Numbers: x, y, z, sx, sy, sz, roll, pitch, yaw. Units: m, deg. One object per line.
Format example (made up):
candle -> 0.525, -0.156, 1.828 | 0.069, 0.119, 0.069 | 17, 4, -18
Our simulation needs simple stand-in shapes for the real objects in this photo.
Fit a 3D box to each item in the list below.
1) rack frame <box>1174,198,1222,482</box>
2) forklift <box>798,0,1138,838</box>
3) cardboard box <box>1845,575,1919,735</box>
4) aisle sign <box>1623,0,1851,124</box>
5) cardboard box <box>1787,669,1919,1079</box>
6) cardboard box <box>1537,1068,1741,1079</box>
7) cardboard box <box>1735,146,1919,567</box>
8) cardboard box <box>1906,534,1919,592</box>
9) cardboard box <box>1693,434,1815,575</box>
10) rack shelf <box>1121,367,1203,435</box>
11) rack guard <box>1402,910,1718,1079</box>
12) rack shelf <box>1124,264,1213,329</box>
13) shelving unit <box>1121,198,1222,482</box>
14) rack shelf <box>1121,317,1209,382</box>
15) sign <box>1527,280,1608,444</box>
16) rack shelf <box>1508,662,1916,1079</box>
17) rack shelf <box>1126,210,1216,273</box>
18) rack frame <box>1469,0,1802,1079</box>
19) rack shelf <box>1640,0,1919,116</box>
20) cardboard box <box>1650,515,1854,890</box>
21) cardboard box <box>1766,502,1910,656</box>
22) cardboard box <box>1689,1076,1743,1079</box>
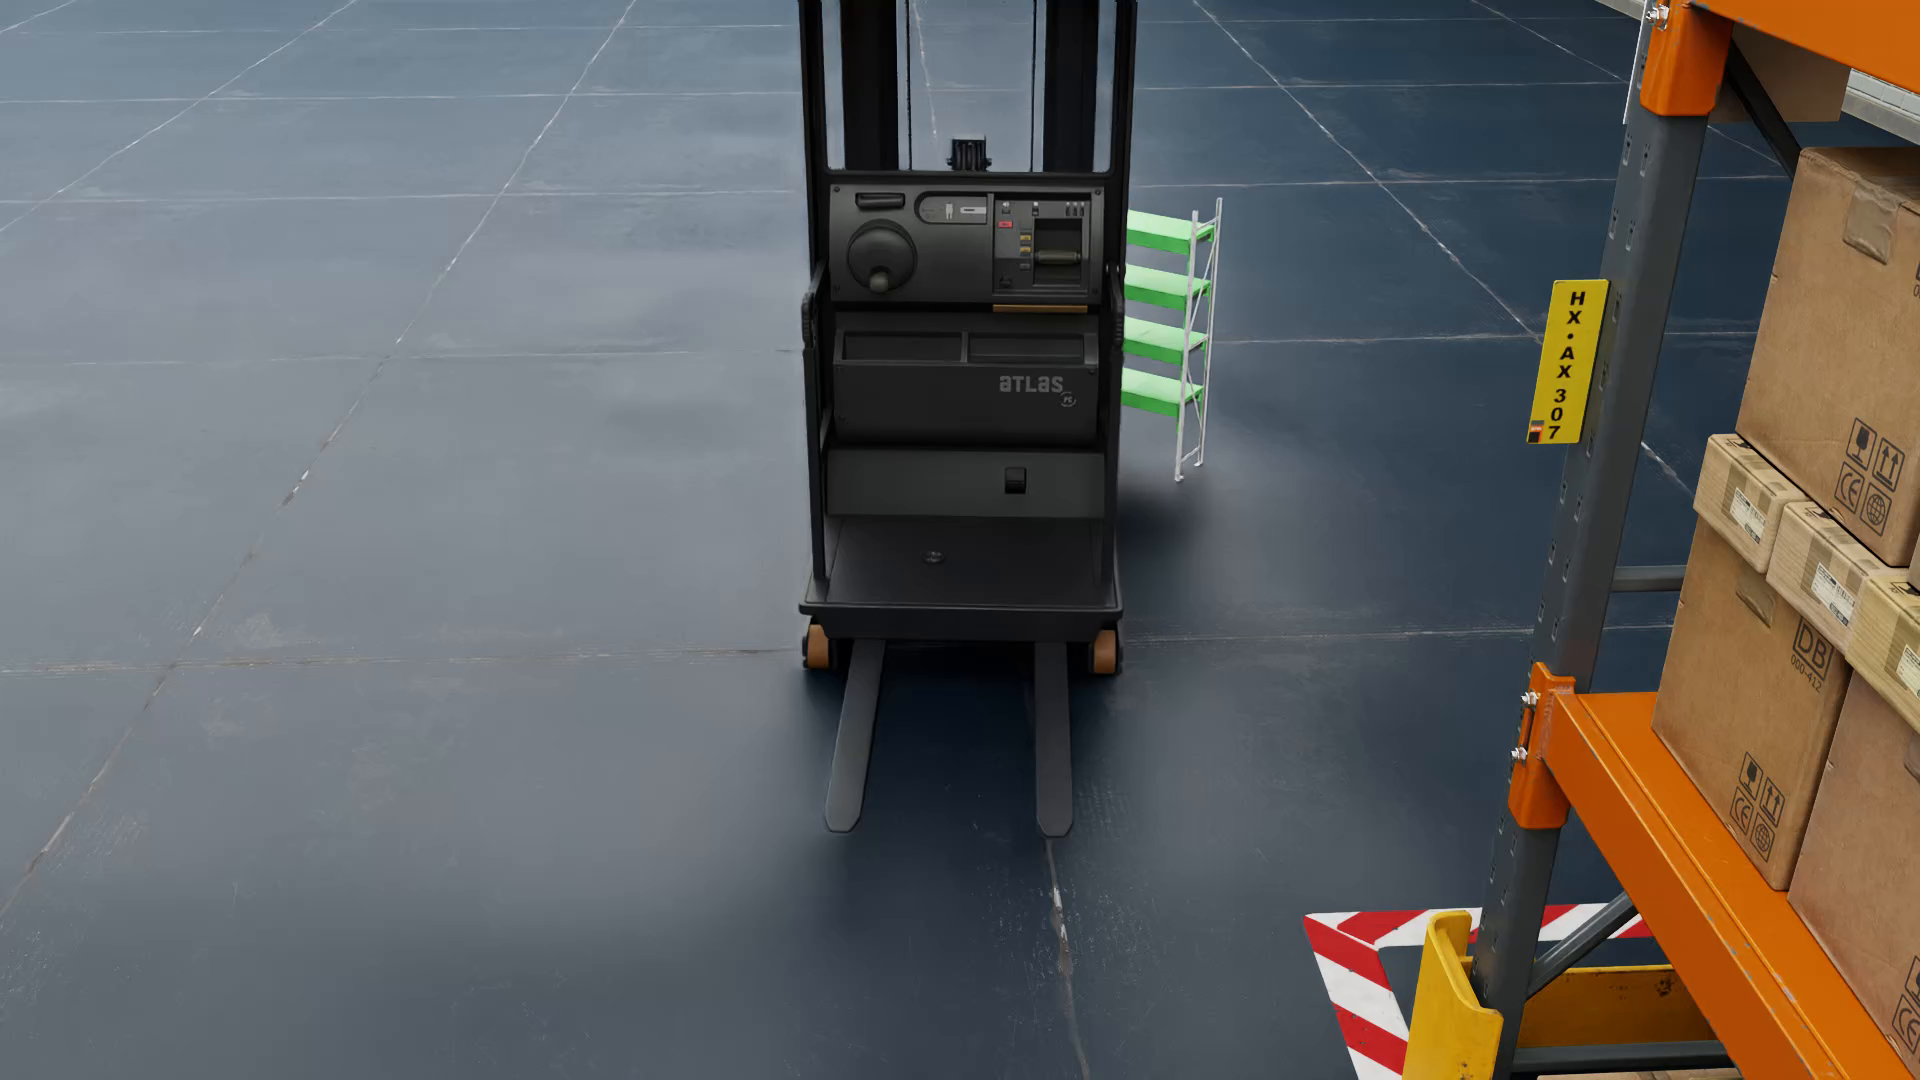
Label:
rack frame -> 1.008, -0.833, 7.049 | 0.015, 1.200, 0.240 | 17, 32, 30
forklift -> 0.017, -0.975, 5.450 | 1.130, 2.935, 3.031 | 1, 28, 2
cardboard box -> 1.526, 0.169, 2.373 | 0.380, 0.149, 0.250 | -1, 28, -2
aisle sign -> 1.383, -1.098, 2.801 | 0.394, 0.787, 0.004 | -1, 28, -3
cardboard box -> 1.736, 0.491, 2.456 | 0.700, 0.500, 0.500 | -1, 28, -1
cardboard box -> 1.498, 1.363, 3.411 | 0.500, 0.250, 0.500 | -1, 28, -3
cardboard box -> 1.707, -0.302, 2.574 | 0.700, 0.500, 0.500 | -1, 28, -2
cardboard box -> 1.740, -0.059, 2.109 | 0.700, 0.500, 0.500 | -2, 28, -4
cardboard box -> 1.498, -0.068, 2.827 | 0.380, 0.149, 0.250 | -2, 28, -3
rack shelf -> 0.806, -0.627, 7.311 | 0.480, 0.148, 0.258 | 17, 32, 30
rack guard -> 1.691, 1.175, 3.957 | 1.175, 0.500, 0.348 | -1, 28, -3
rack shelf -> 0.807, -1.053, 7.090 | 0.480, 0.148, 0.258 | 17, 32, 30
shelving unit -> 0.807, -0.896, 7.171 | 0.503, 1.200, 0.258 | 17, 32, 30
rack shelf -> 0.806, -0.840, 7.200 | 0.480, 0.148, 0.258 | 17, 32, 30
sign -> 1.138, -0.331, 3.119 | 0.100, 0.325, 0.005 | -1, 28, -3
rack shelf -> 1.797, 1.320, 1.753 | 1.077, 0.370, 4.000 | -1, 28, -3
rack shelf -> 0.807, -1.266, 6.979 | 0.480, 0.148, 0.258 | 17, 32, 30
rack frame -> 1.696, 0.077, 3.358 | 0.949, 2.616, 0.053 | -1, 28, -3
rack shelf -> 1.797, -0.010, 1.060 | 1.077, 0.370, 4.000 | -1, 28, -3
cardboard box -> 1.704, 0.249, 2.921 | 0.700, 0.500, 0.500 | -1, 28, -3
cardboard box -> 1.514, 0.054, 2.594 | 0.380, 0.149, 0.250 | -2, 28, -4
cardboard box -> 1.526, 1.262, 2.795 | 0.500, 0.500, 0.500 | -1, 28, -3
